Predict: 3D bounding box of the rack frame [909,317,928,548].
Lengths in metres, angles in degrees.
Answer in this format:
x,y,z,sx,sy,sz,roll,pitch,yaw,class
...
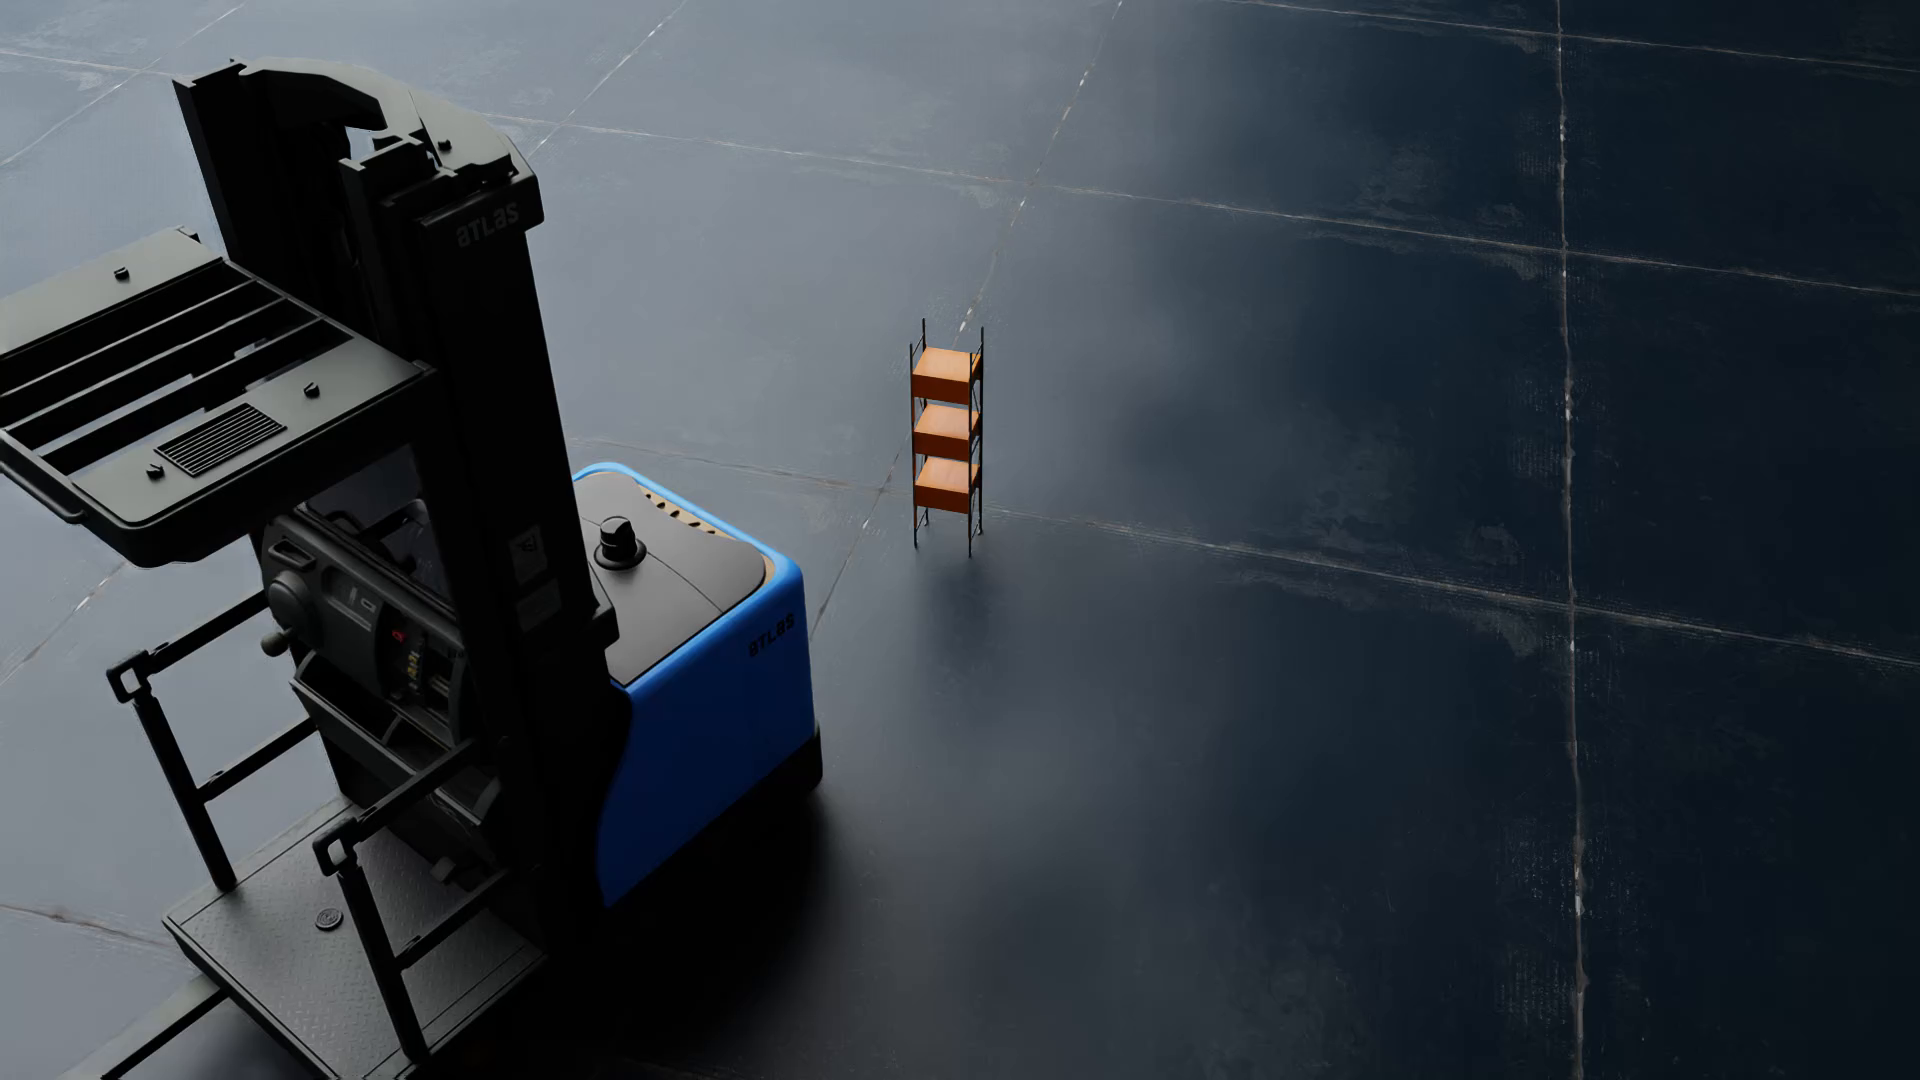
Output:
x,y,z,sx,sy,sz,roll,pitch,yaw,class
-0.170,-0.431,6.947,0.008,1.050,0.200,10,41,11,rack frame

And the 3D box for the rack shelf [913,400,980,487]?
x,y,z,sx,sy,sz,roll,pitch,yaw,class
-0.052,-0.403,6.930,0.240,0.259,0.215,10,41,11,rack shelf

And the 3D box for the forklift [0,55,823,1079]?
x,y,z,sx,sy,sz,roll,pitch,yaw,class
-1.821,0.327,4.582,1.130,2.935,3.031,27,47,29,forklift

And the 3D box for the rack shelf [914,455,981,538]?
x,y,z,sx,sy,sz,roll,pitch,yaw,class
-0.052,-0.190,7.109,0.240,0.259,0.215,10,41,11,rack shelf

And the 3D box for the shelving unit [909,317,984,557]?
x,y,z,sx,sy,sz,roll,pitch,yaw,class
-0.052,-0.411,6.923,0.252,1.050,0.215,10,41,11,shelving unit

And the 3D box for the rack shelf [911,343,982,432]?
x,y,z,sx,sy,sz,roll,pitch,yaw,class
-0.052,-0.620,6.747,0.240,0.259,0.215,10,41,11,rack shelf

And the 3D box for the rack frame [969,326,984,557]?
x,y,z,sx,sy,sz,roll,pitch,yaw,class
0.066,-0.391,6.899,0.008,1.050,0.200,10,41,11,rack frame
